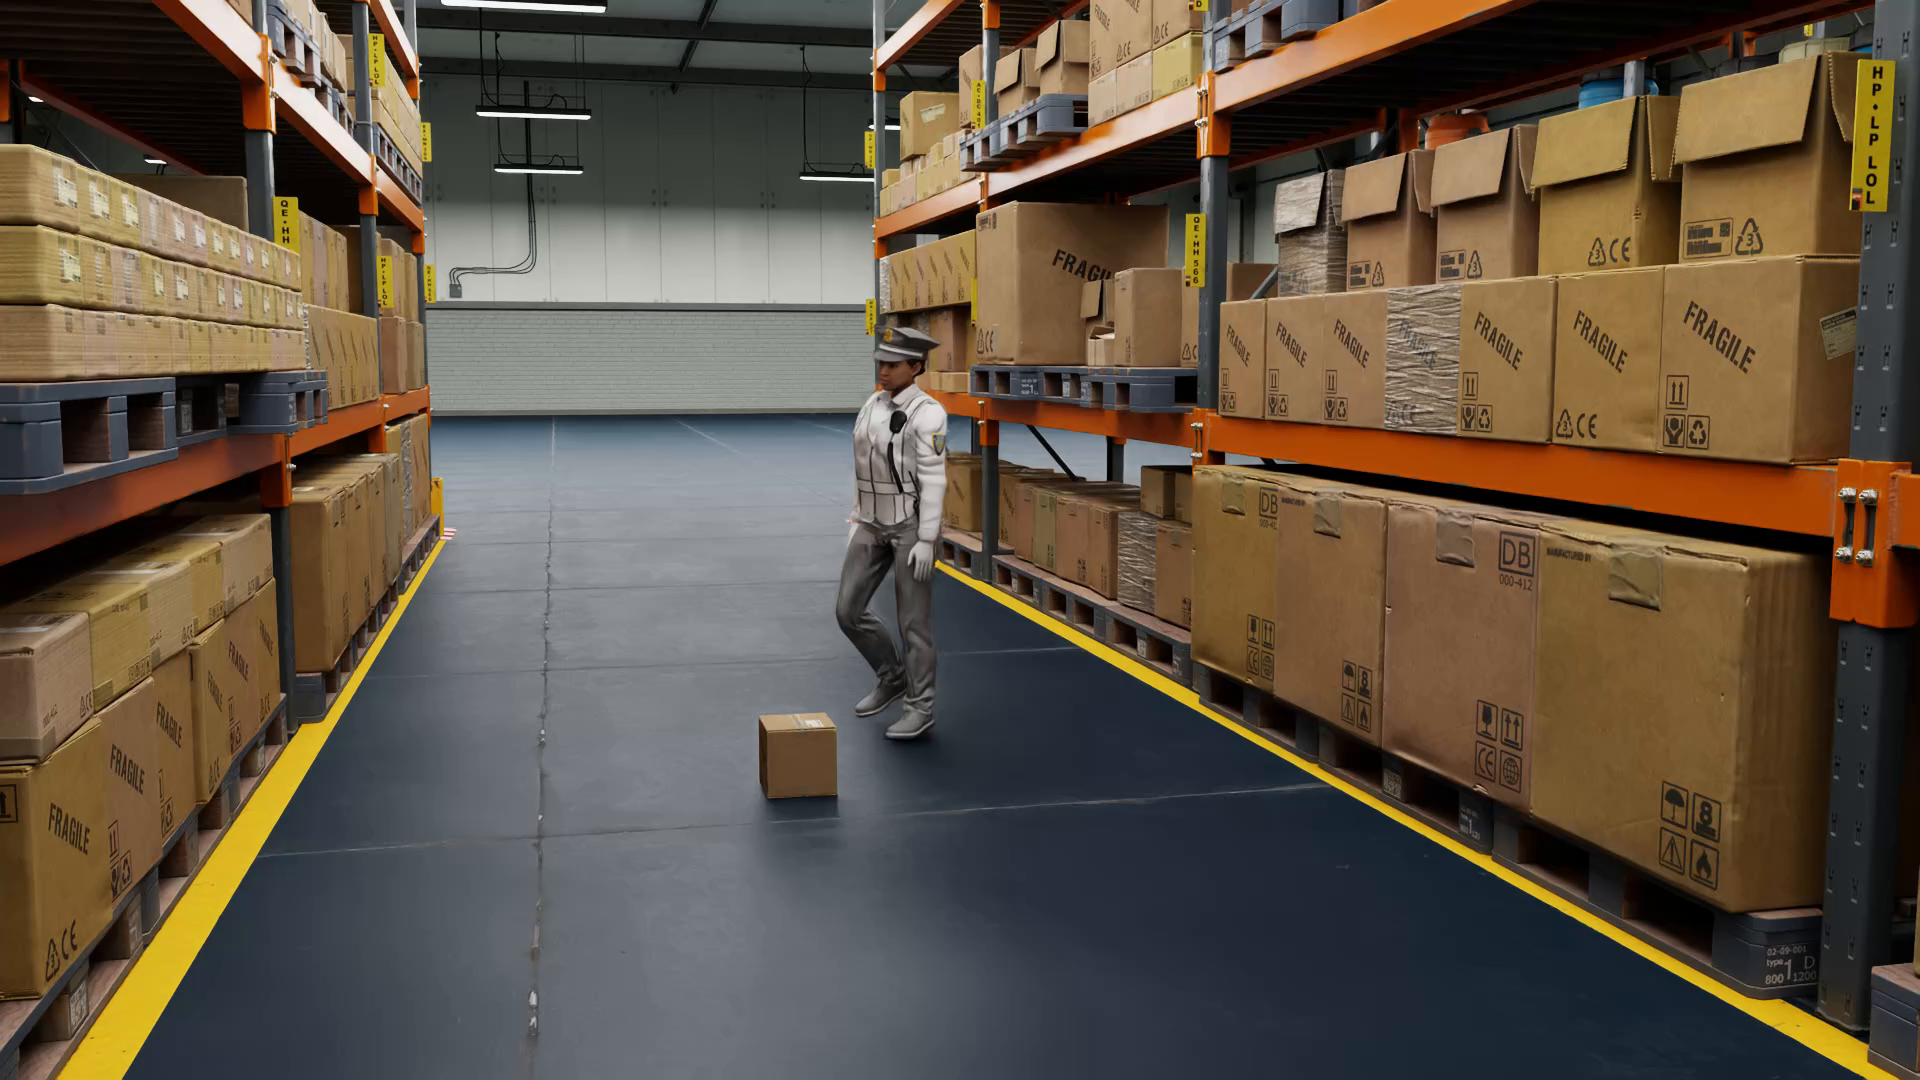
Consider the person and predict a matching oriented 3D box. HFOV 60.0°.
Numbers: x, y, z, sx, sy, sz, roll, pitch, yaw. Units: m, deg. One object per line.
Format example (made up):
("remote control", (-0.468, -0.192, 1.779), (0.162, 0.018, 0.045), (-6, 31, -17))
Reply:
("person", (-0.255, -0.031, 6.790), (0.403, 1.667, 0.577), (-6, 9, -44))
